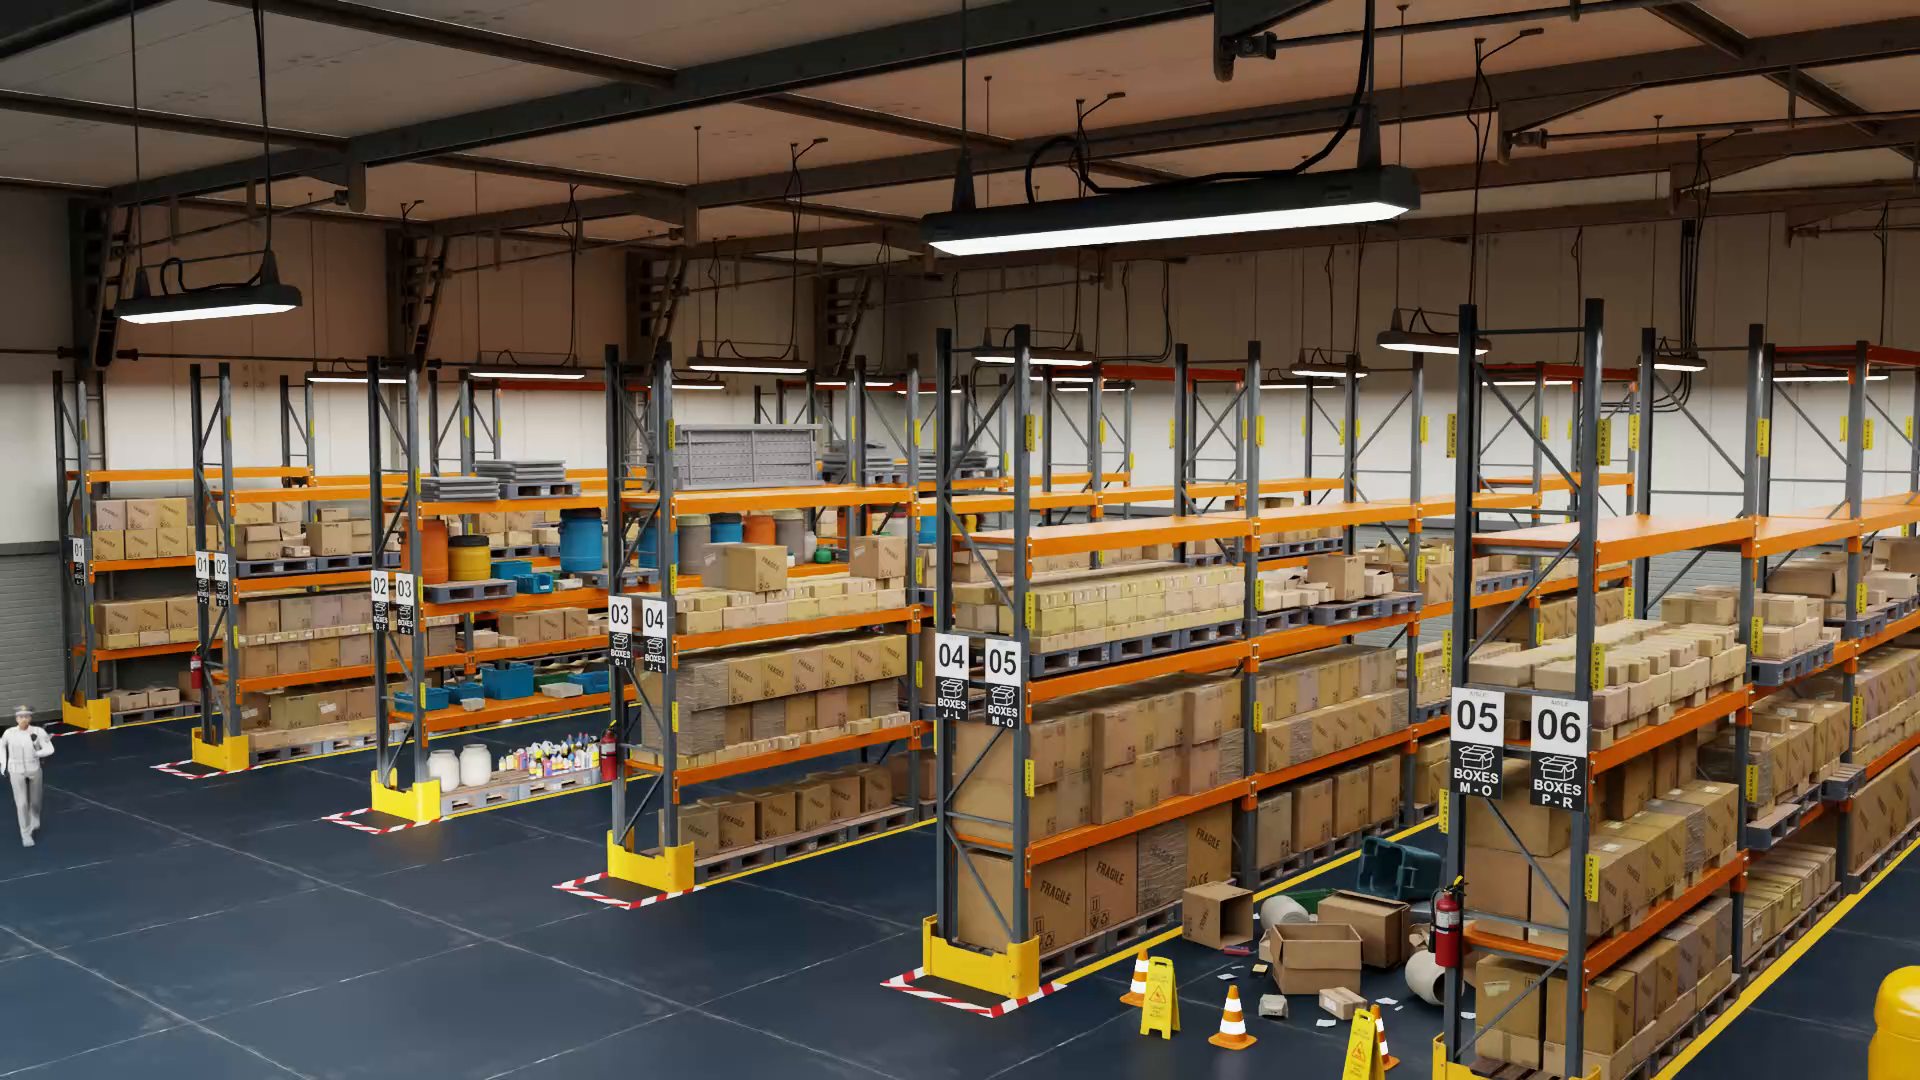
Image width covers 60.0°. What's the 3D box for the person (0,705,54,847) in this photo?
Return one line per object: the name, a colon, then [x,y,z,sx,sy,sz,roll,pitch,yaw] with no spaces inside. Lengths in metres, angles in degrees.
person: [-11.411,2.833,20.329,0.612,1.677,0.915,-2,5,-28]
